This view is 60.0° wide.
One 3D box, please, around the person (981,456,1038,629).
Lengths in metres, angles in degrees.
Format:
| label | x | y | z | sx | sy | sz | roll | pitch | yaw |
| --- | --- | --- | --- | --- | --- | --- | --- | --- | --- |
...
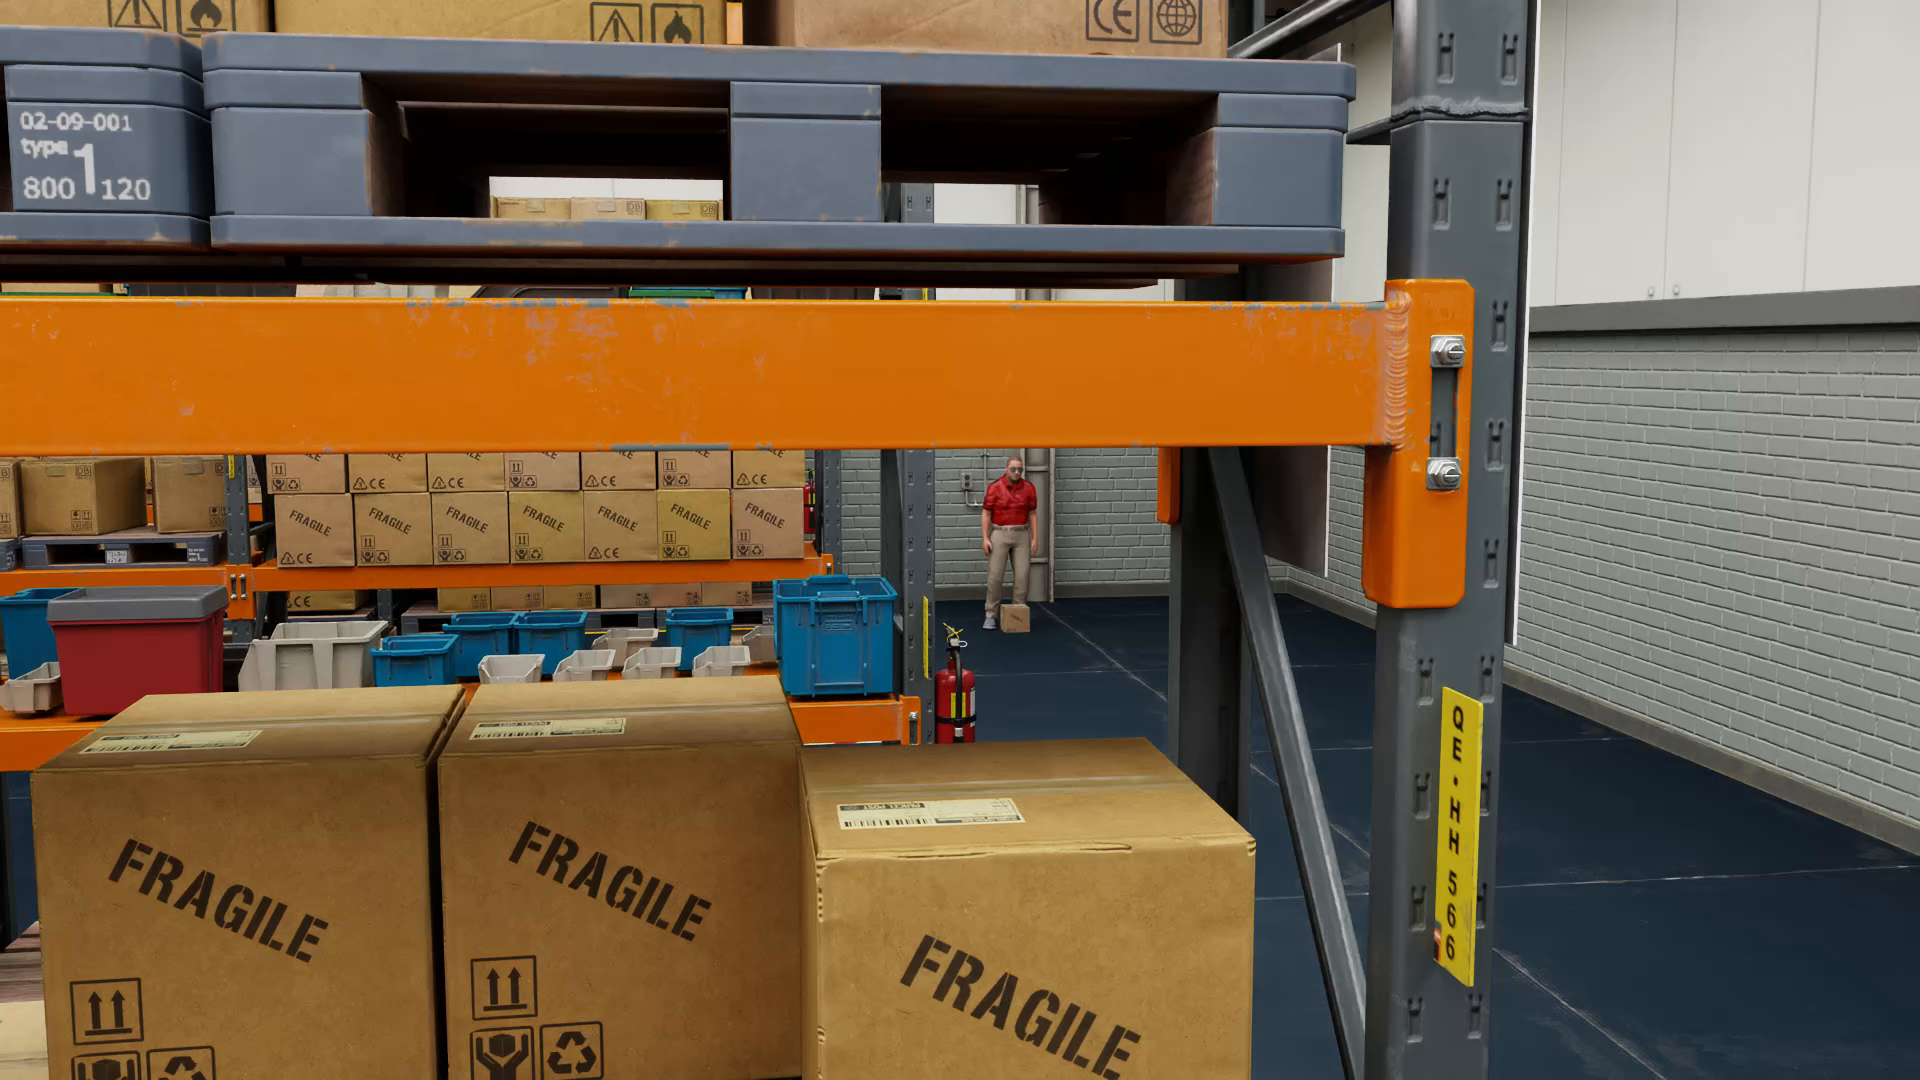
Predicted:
| label | x | y | z | sx | sy | sz | roll | pitch | yaw |
| --- | --- | --- | --- | --- | --- | --- | --- | --- | --- |
| person | 0.506 | 0.018 | 16.623 | 0.595 | 1.725 | 0.436 | -1 | 7 | -12 |
